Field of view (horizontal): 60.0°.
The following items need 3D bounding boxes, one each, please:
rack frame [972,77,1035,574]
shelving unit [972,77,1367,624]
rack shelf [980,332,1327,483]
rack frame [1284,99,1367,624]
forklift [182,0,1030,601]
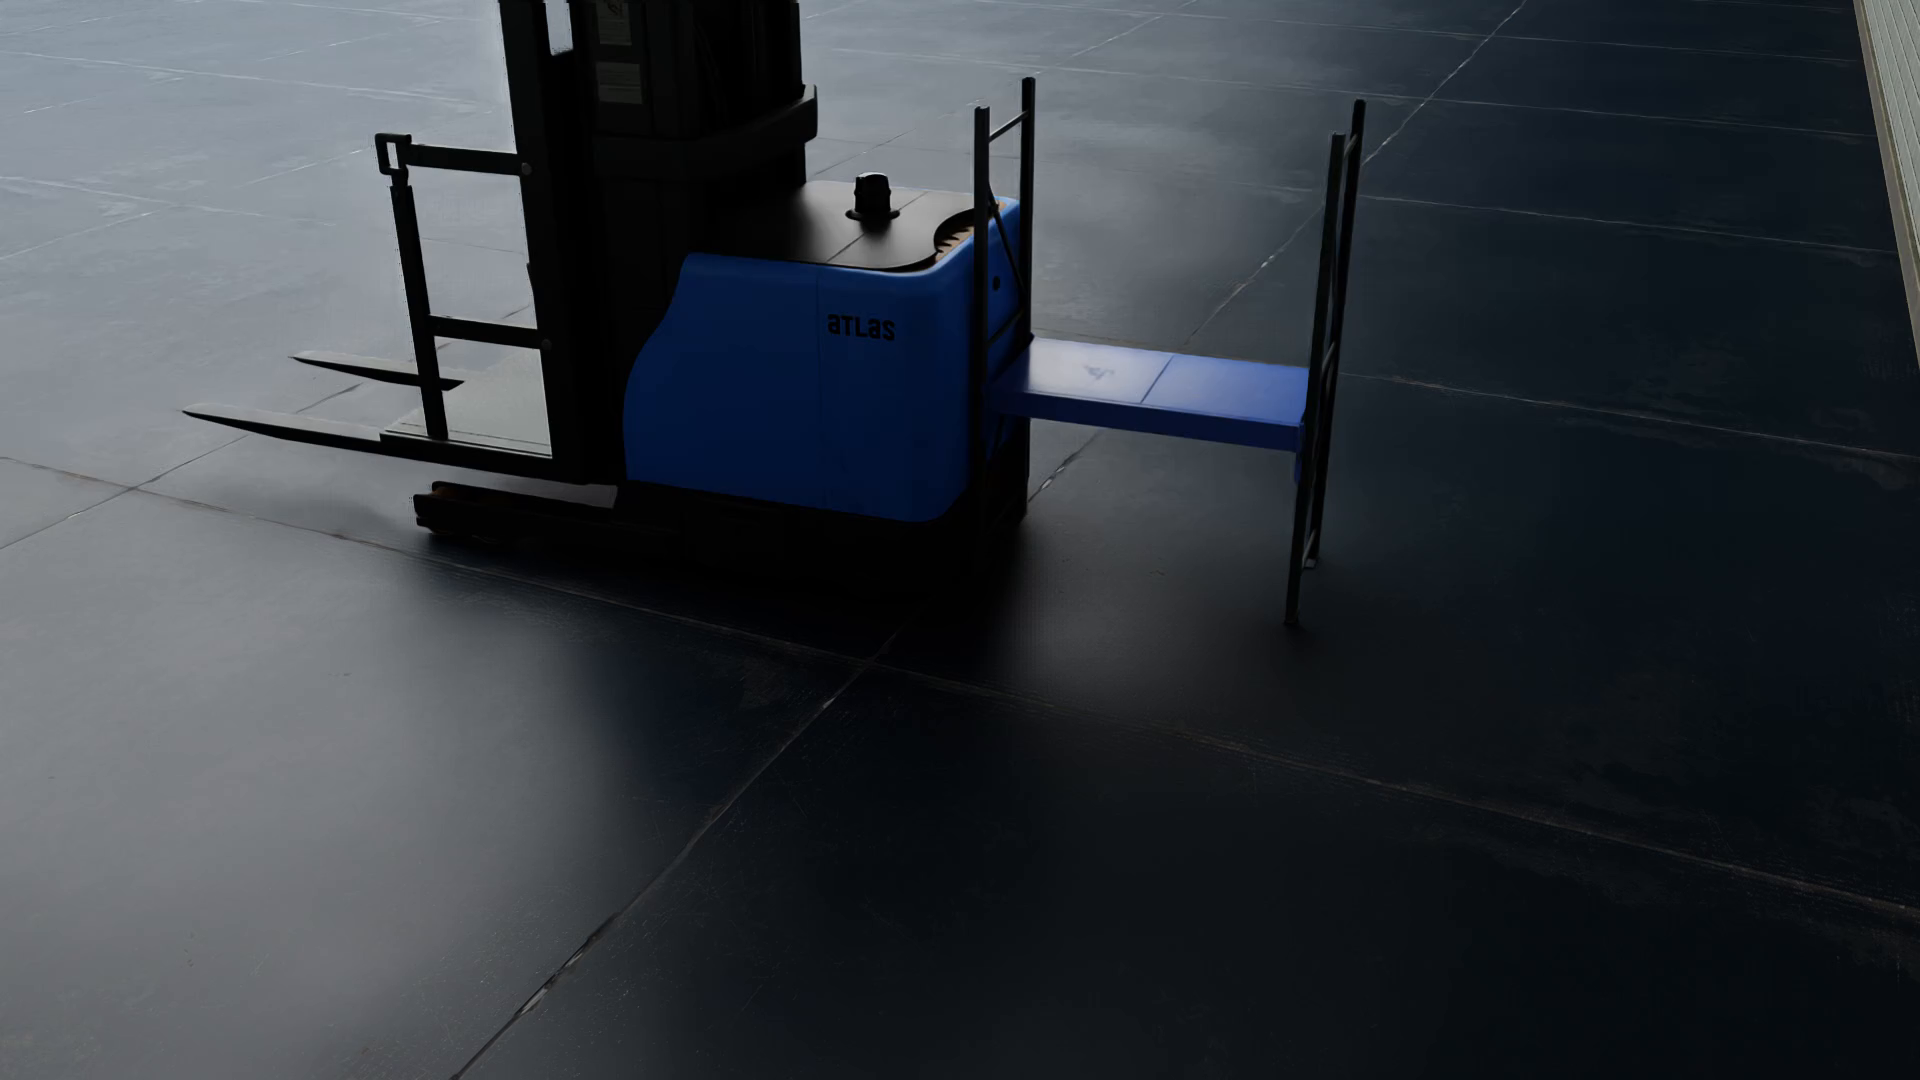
[{"bbox_3d":[0.138,-0.668,5.310,0.032,1.500,0.500,9,28,17],"label":"rack frame"},{"bbox_3d":[0.618,-0.593,5.159,1.048,1.500,0.538,9,28,17],"label":"shelving unit"},{"bbox_3d":[0.618,-0.432,5.238,1.000,0.185,0.538,9,28,17],"label":"rack shelf"},{"bbox_3d":[1.098,-0.519,5.008,0.032,1.500,0.500,9,28,17],"label":"rack frame"},{"bbox_3d":[-1.327,-1.509,5.398,3.031,2.935,1.130,9,28,17],"label":"forklift"}]
